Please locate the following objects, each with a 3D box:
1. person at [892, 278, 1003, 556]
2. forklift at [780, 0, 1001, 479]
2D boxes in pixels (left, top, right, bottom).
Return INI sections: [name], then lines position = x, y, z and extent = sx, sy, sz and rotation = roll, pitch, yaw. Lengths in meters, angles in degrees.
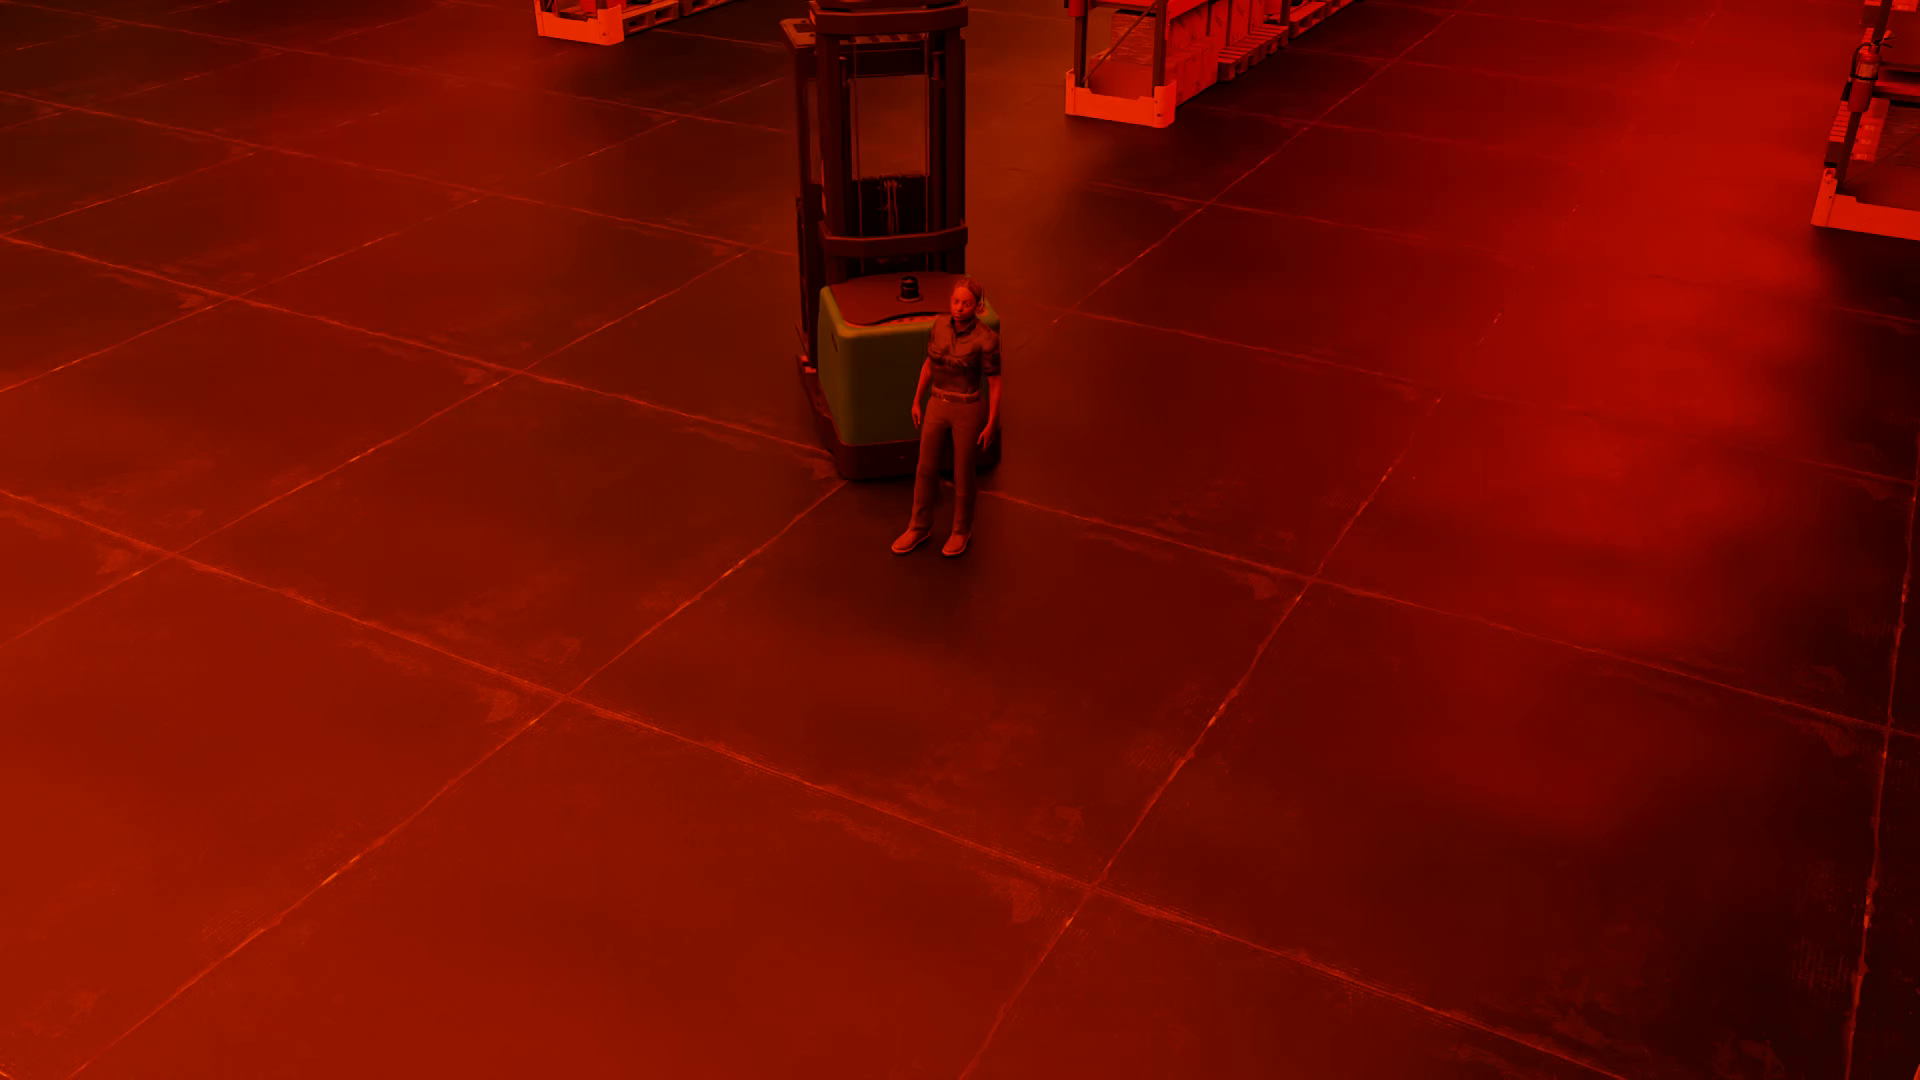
[person]
position = -0.065, -0.683, 9.524
extent = 0.565, 1.656, 0.494
rotation = 16, 33, 25
[forklift]
position = -0.562, -2.375, 11.186
extent = 1.130, 2.935, 3.031
rotation = -7, 31, -11
